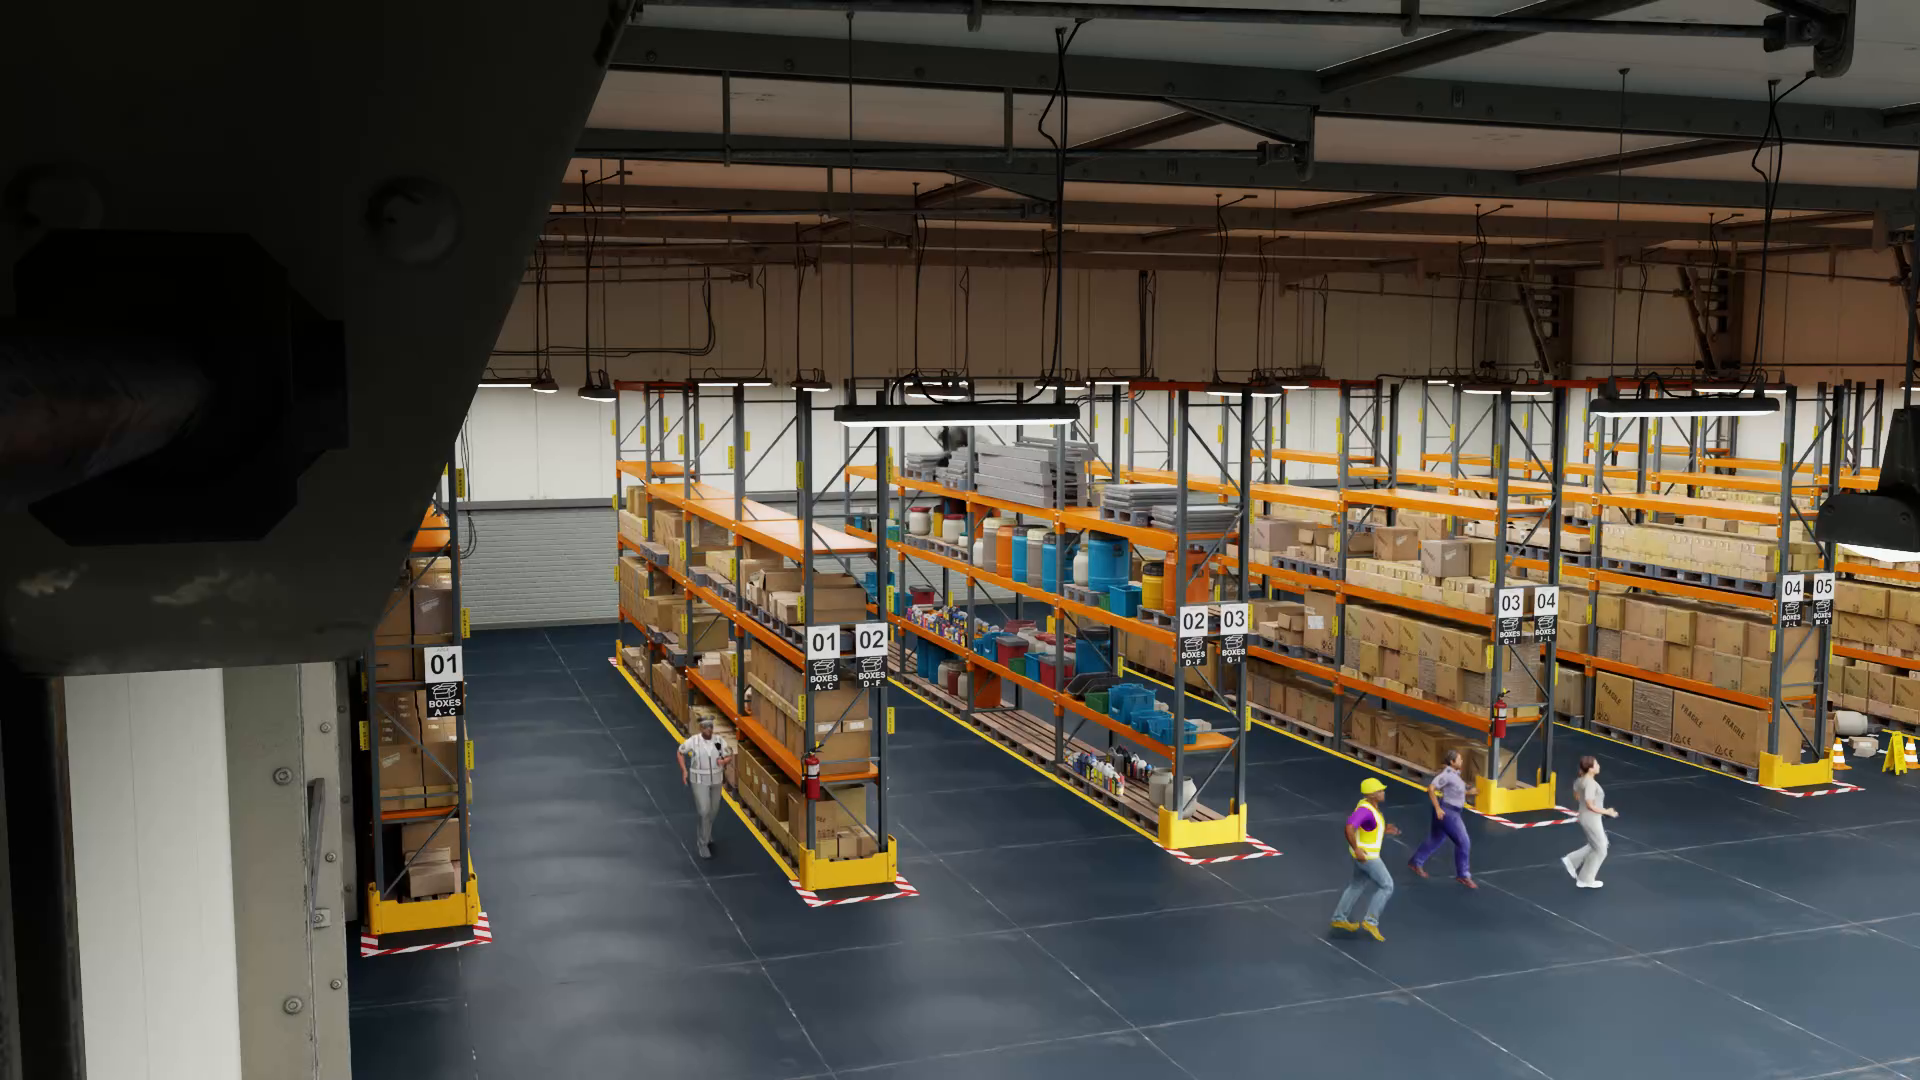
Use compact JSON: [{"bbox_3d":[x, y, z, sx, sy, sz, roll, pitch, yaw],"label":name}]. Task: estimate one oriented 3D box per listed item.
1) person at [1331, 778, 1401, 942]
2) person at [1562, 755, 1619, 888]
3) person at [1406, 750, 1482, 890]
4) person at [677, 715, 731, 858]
[{"bbox_3d":[4.512,3.516,18.417,0.748,1.802,0.687,1,6,6],"label":"person"},{"bbox_3d":[7.618,3.399,20.100,0.581,1.620,0.560,1,6,8],"label":"person"},{"bbox_3d":[5.882,3.373,20.187,0.855,1.695,0.581,1,6,12],"label":"person"},{"bbox_3d":[-3.286,3.175,21.611,0.633,1.851,0.770,-3,7,-29],"label":"person"}]
